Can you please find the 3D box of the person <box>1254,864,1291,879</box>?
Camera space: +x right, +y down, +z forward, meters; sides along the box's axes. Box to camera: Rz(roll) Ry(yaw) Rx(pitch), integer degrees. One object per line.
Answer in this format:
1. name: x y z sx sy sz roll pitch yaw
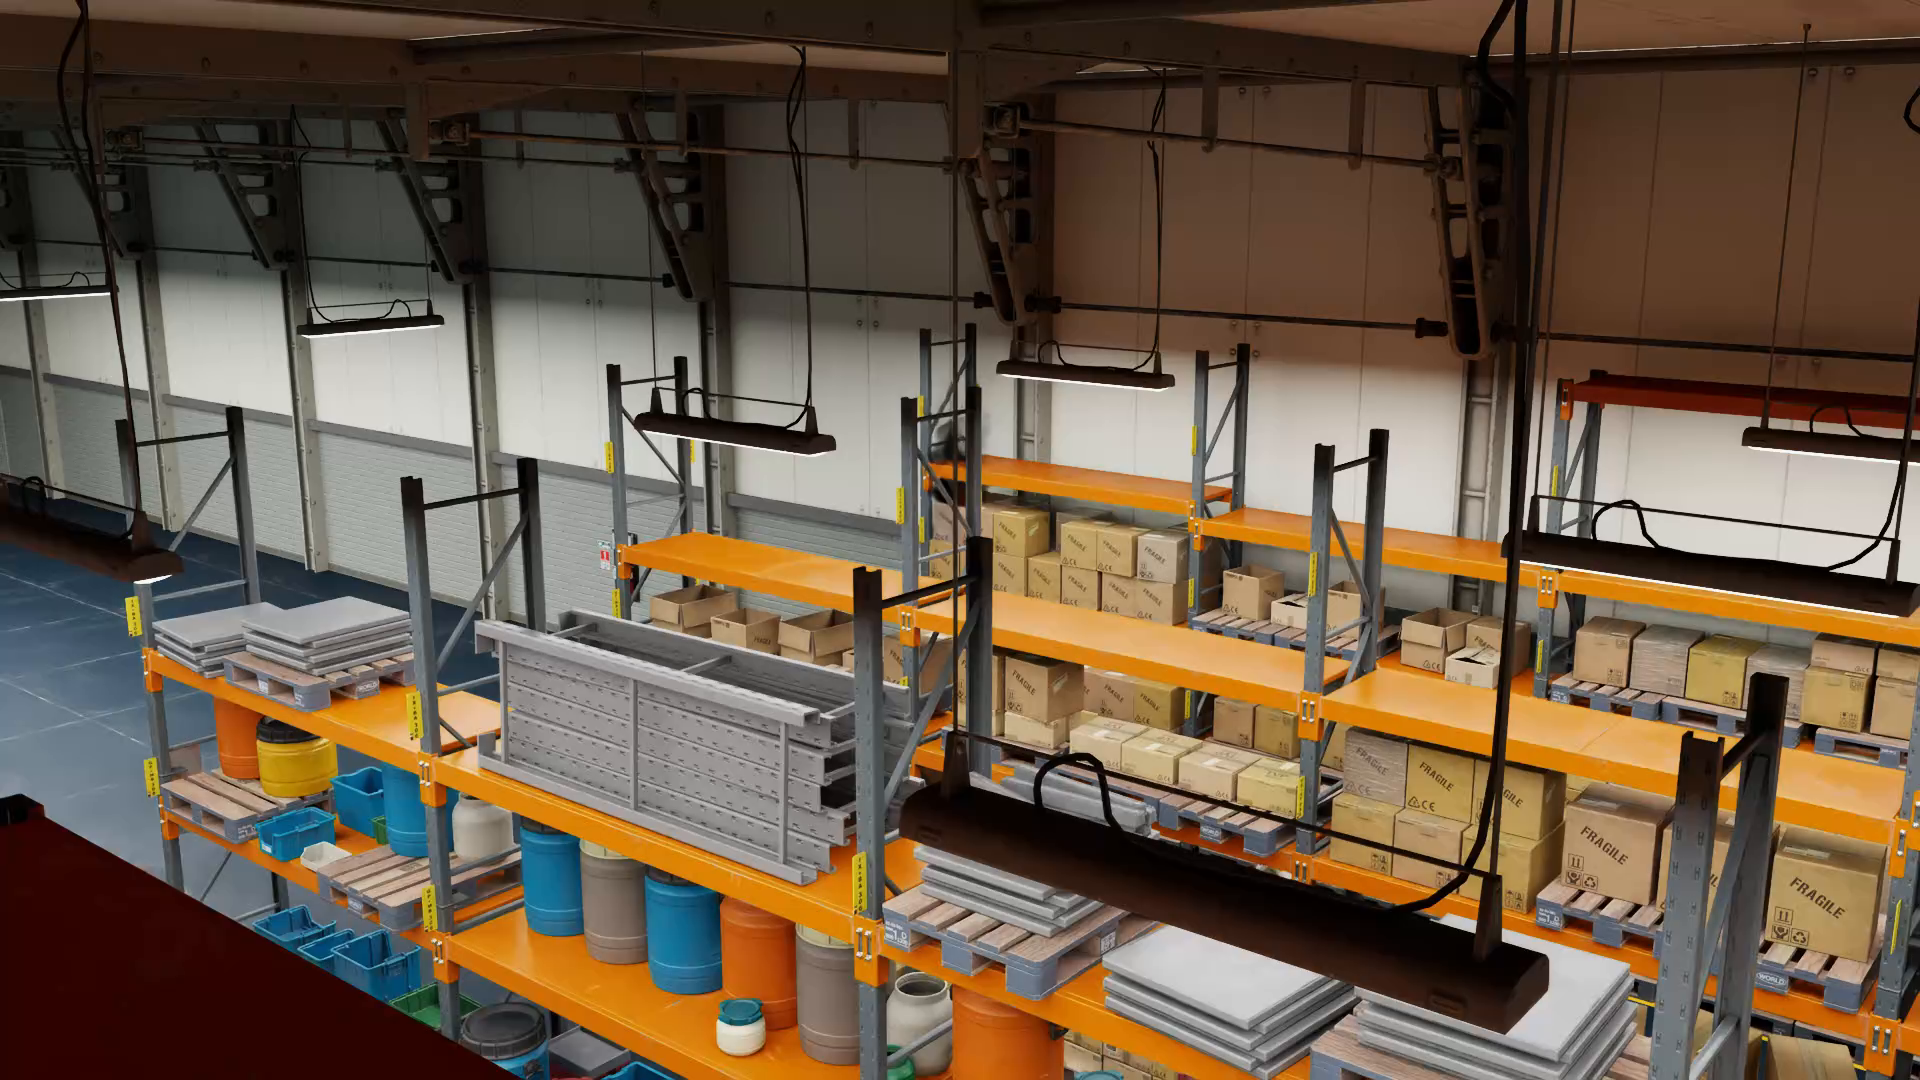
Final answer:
1. person: 3.096 3.581 16.387 0.923 1.752 0.699 7 14 27
